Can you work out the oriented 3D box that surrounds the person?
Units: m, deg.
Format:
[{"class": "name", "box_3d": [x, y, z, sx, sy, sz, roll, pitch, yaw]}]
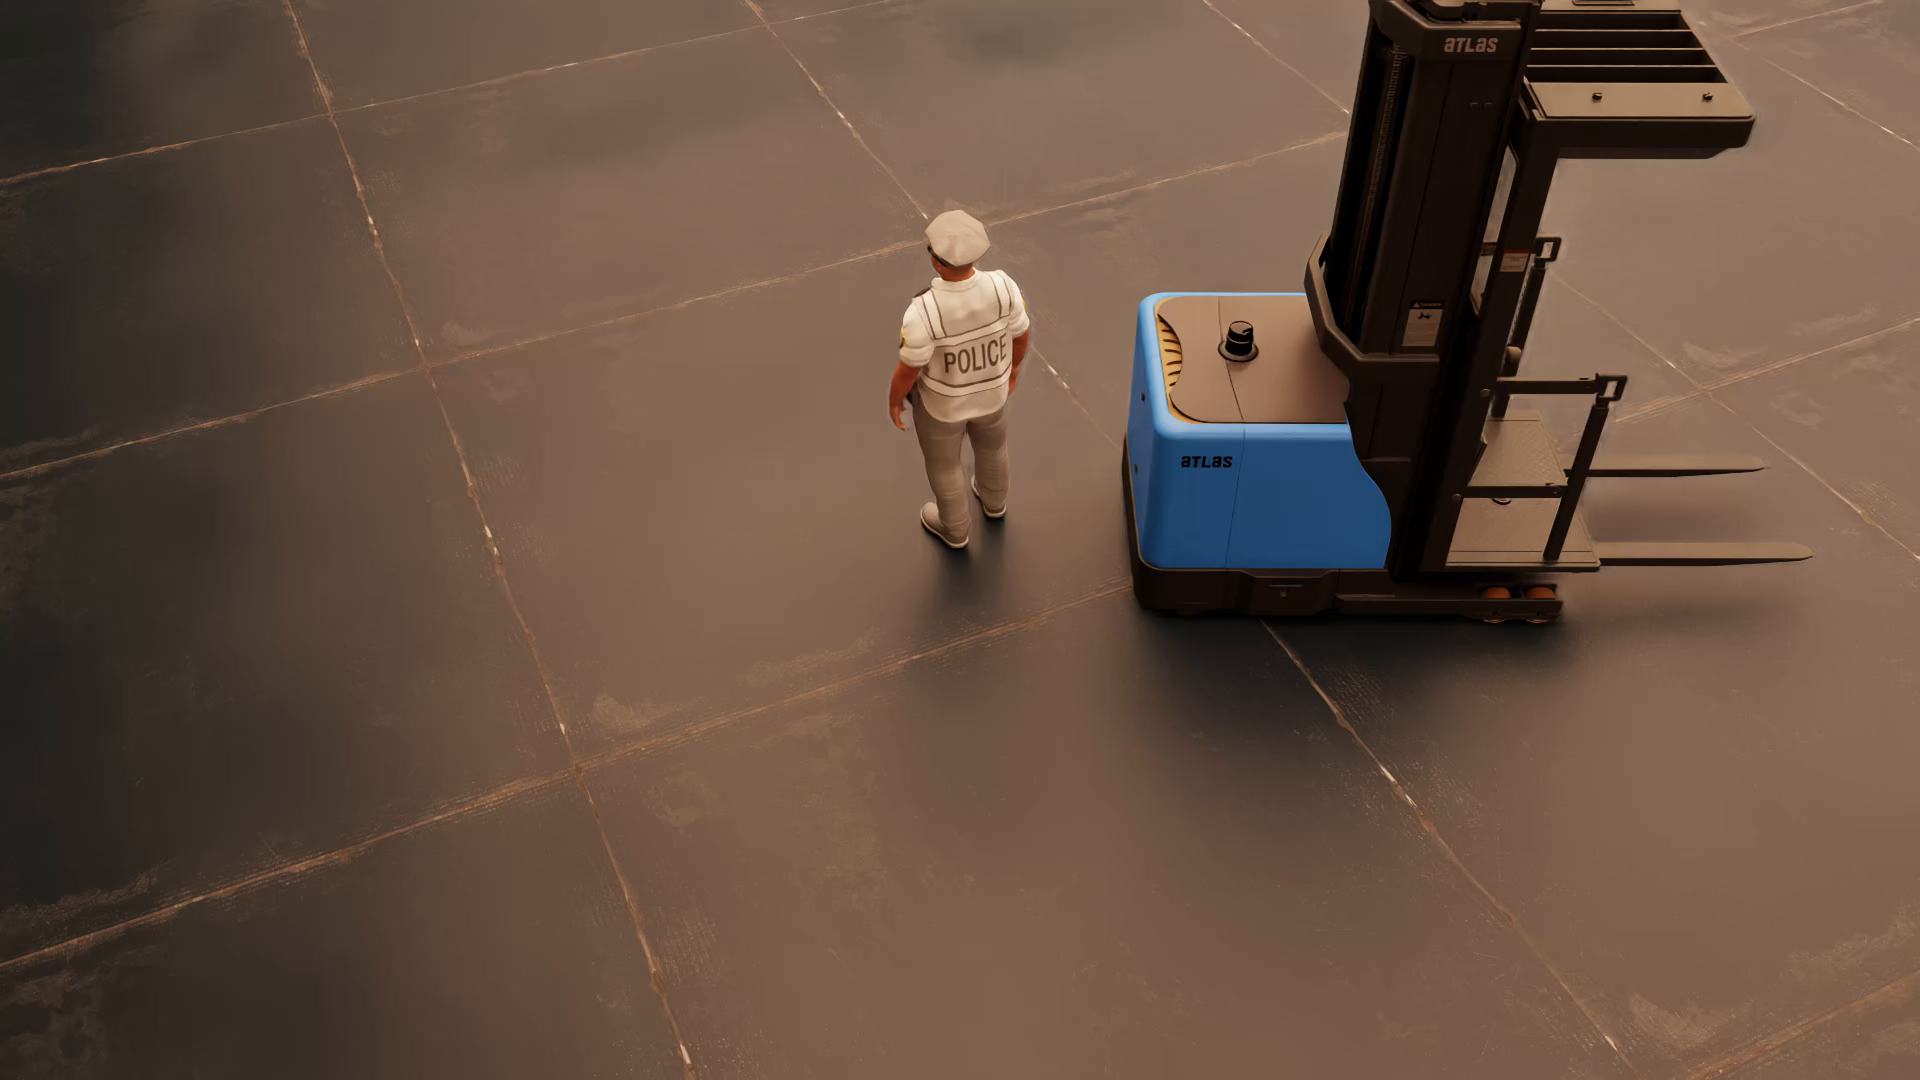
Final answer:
[{"class": "person", "box_3d": [-0.033, -0.707, 7.273, 0.656, 1.776, 0.561, -18, 46, -18]}]

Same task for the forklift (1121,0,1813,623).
[{"class": "forklift", "box_3d": [2.299, -1.067, 6.823, 3.031, 2.935, 1.130, 0, 43, 0]}]
